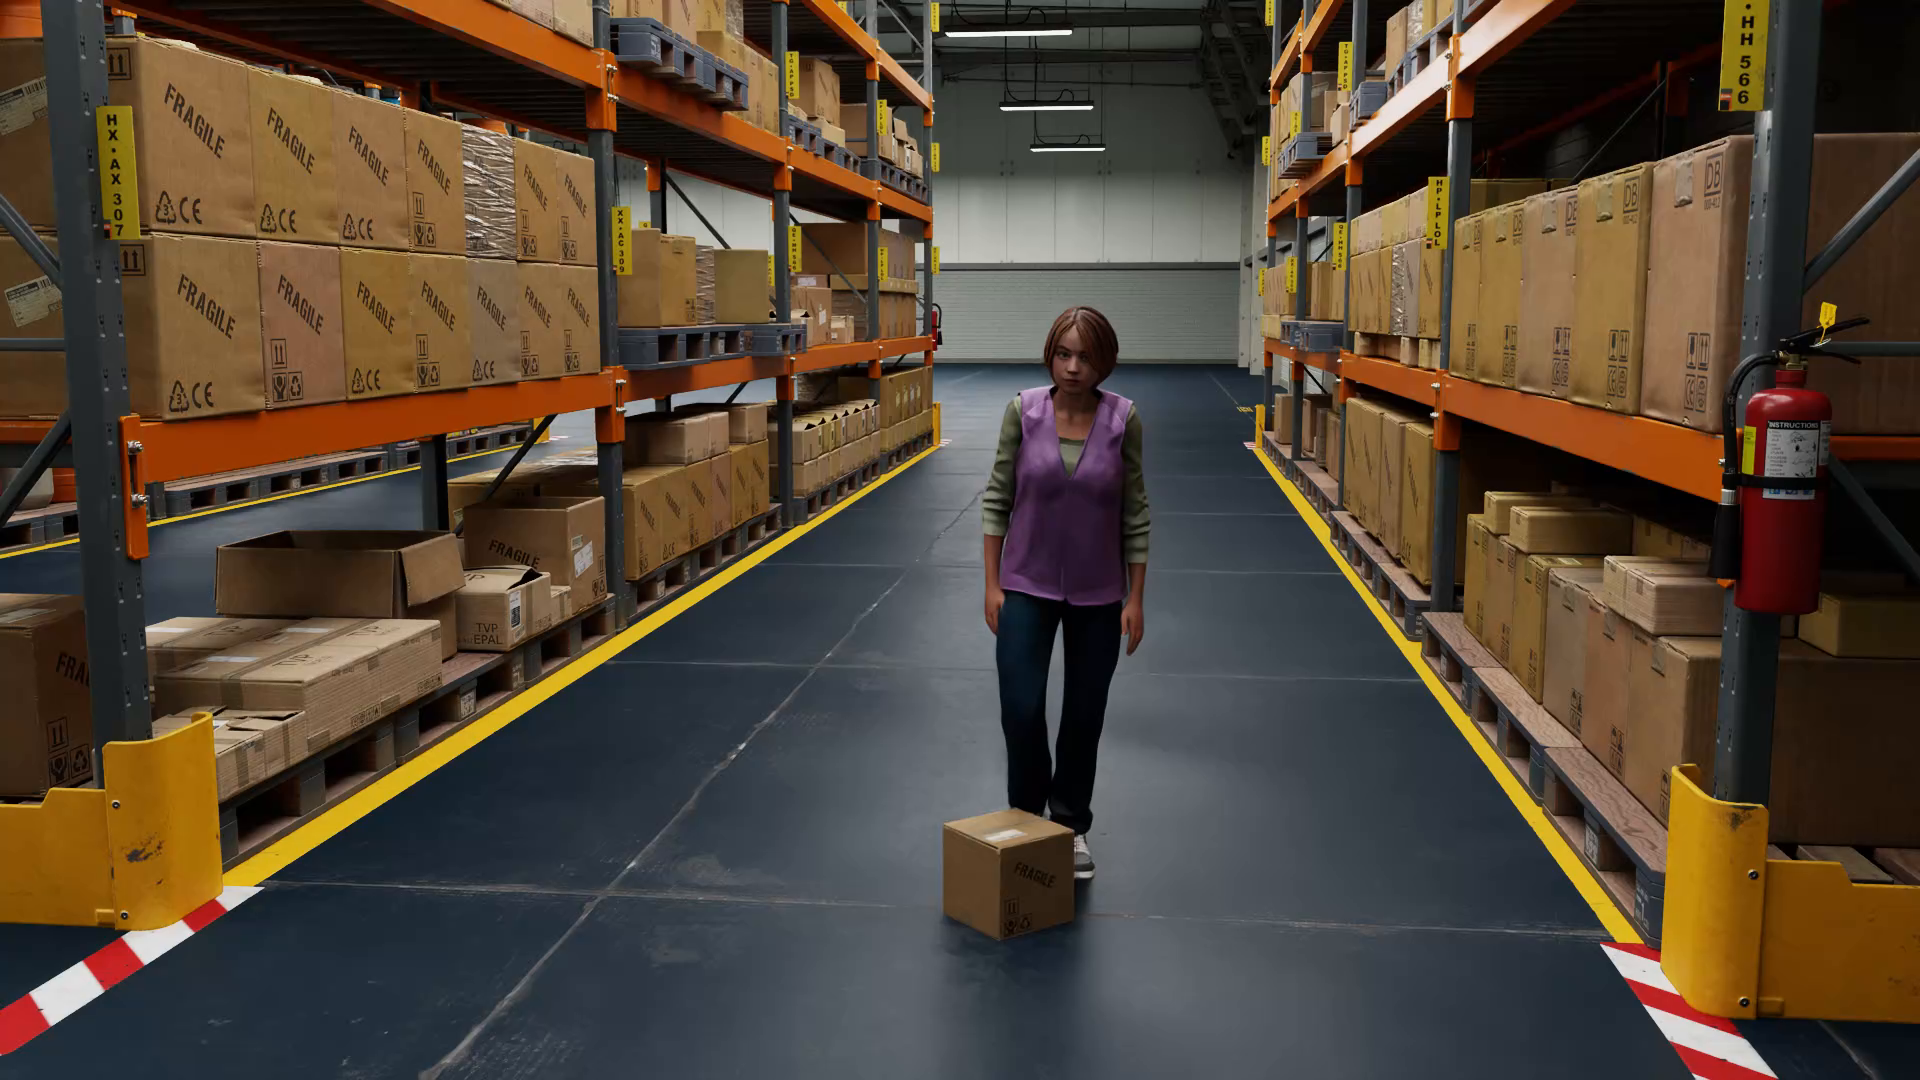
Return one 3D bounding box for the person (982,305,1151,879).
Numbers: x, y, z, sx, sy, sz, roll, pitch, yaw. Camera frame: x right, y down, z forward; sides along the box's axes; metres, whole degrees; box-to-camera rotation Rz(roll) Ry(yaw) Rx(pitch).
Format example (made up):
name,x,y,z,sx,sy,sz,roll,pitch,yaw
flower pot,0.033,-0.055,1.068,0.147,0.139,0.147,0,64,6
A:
name,x,y,z,sx,sy,sz,roll,pitch,yaw
person,0.285,0.161,4.526,0.450,1.583,0.456,0,8,-1
